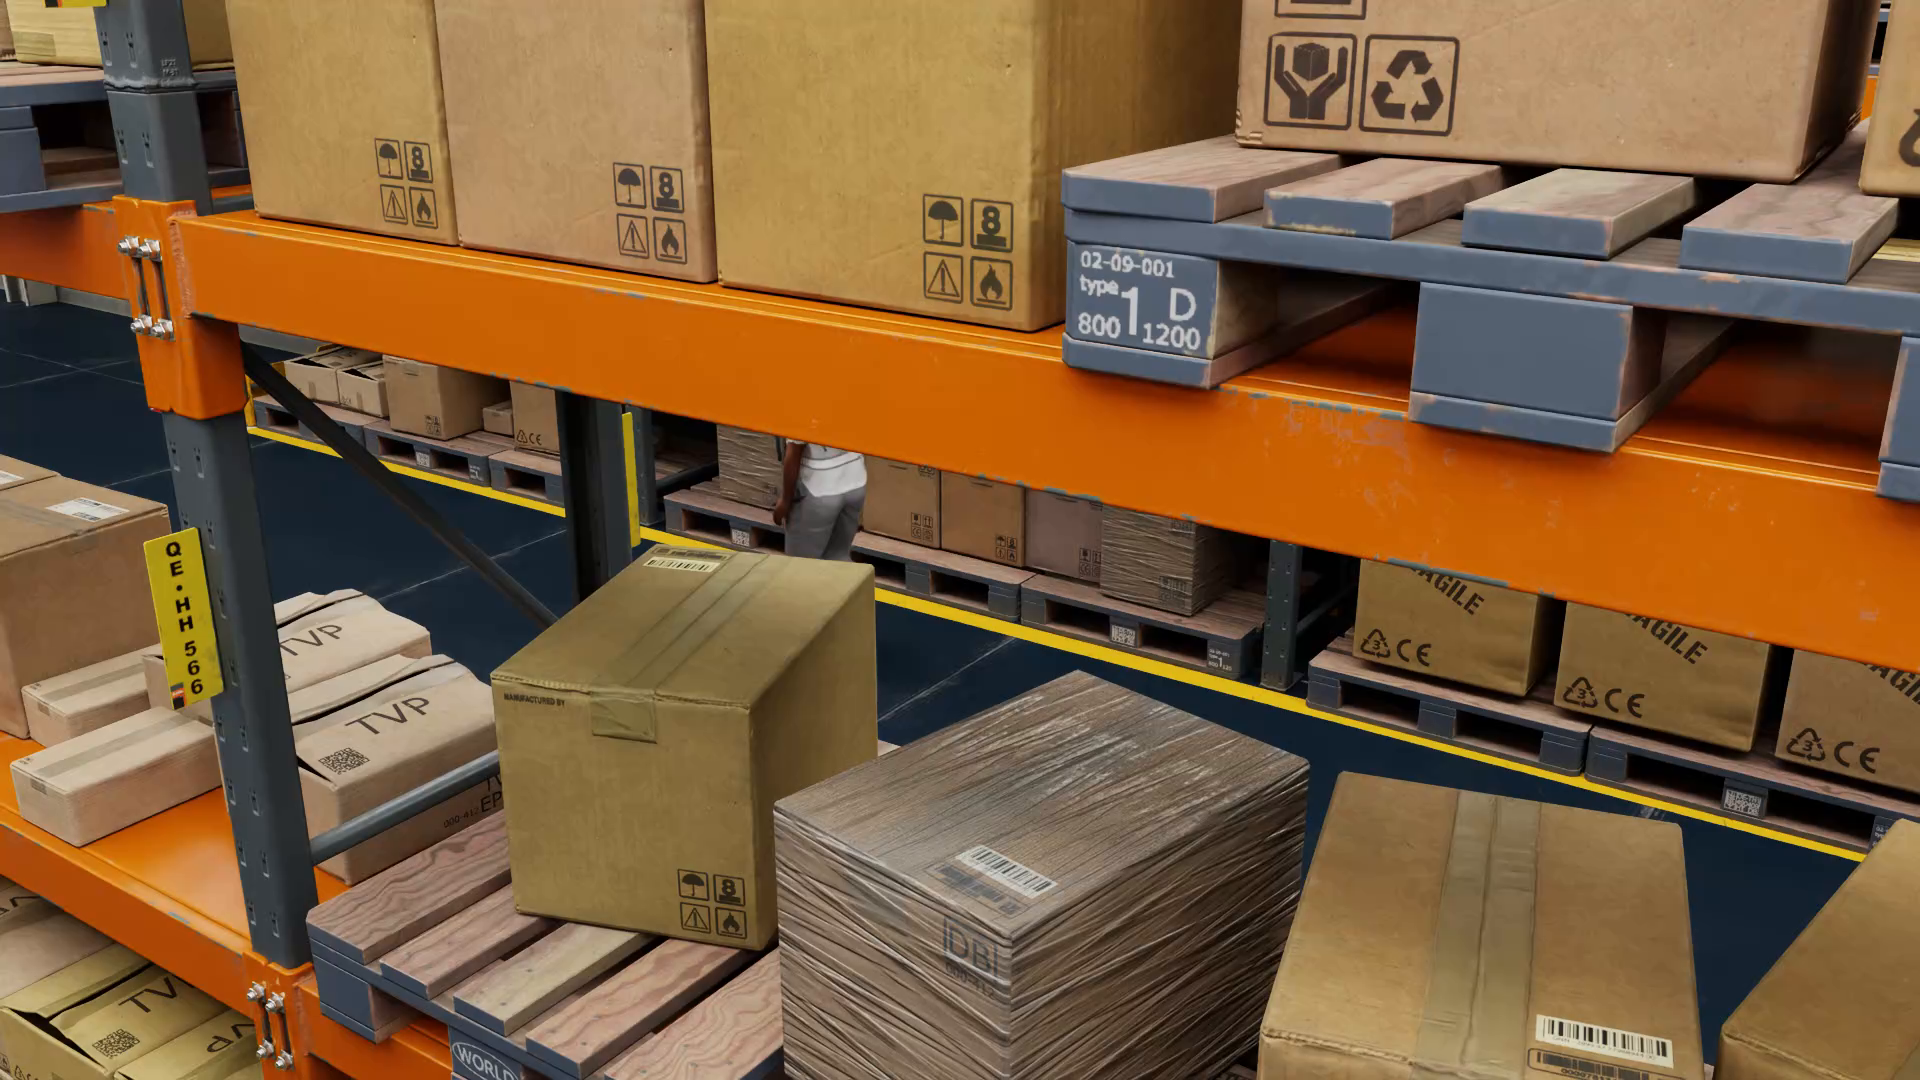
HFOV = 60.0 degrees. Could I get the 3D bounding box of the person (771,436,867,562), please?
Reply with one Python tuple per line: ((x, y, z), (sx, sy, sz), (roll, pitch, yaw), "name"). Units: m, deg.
((-0.648, -0.204, 7.677), (0.379, 1.644, 0.446), (14, 24, 33), "person")
